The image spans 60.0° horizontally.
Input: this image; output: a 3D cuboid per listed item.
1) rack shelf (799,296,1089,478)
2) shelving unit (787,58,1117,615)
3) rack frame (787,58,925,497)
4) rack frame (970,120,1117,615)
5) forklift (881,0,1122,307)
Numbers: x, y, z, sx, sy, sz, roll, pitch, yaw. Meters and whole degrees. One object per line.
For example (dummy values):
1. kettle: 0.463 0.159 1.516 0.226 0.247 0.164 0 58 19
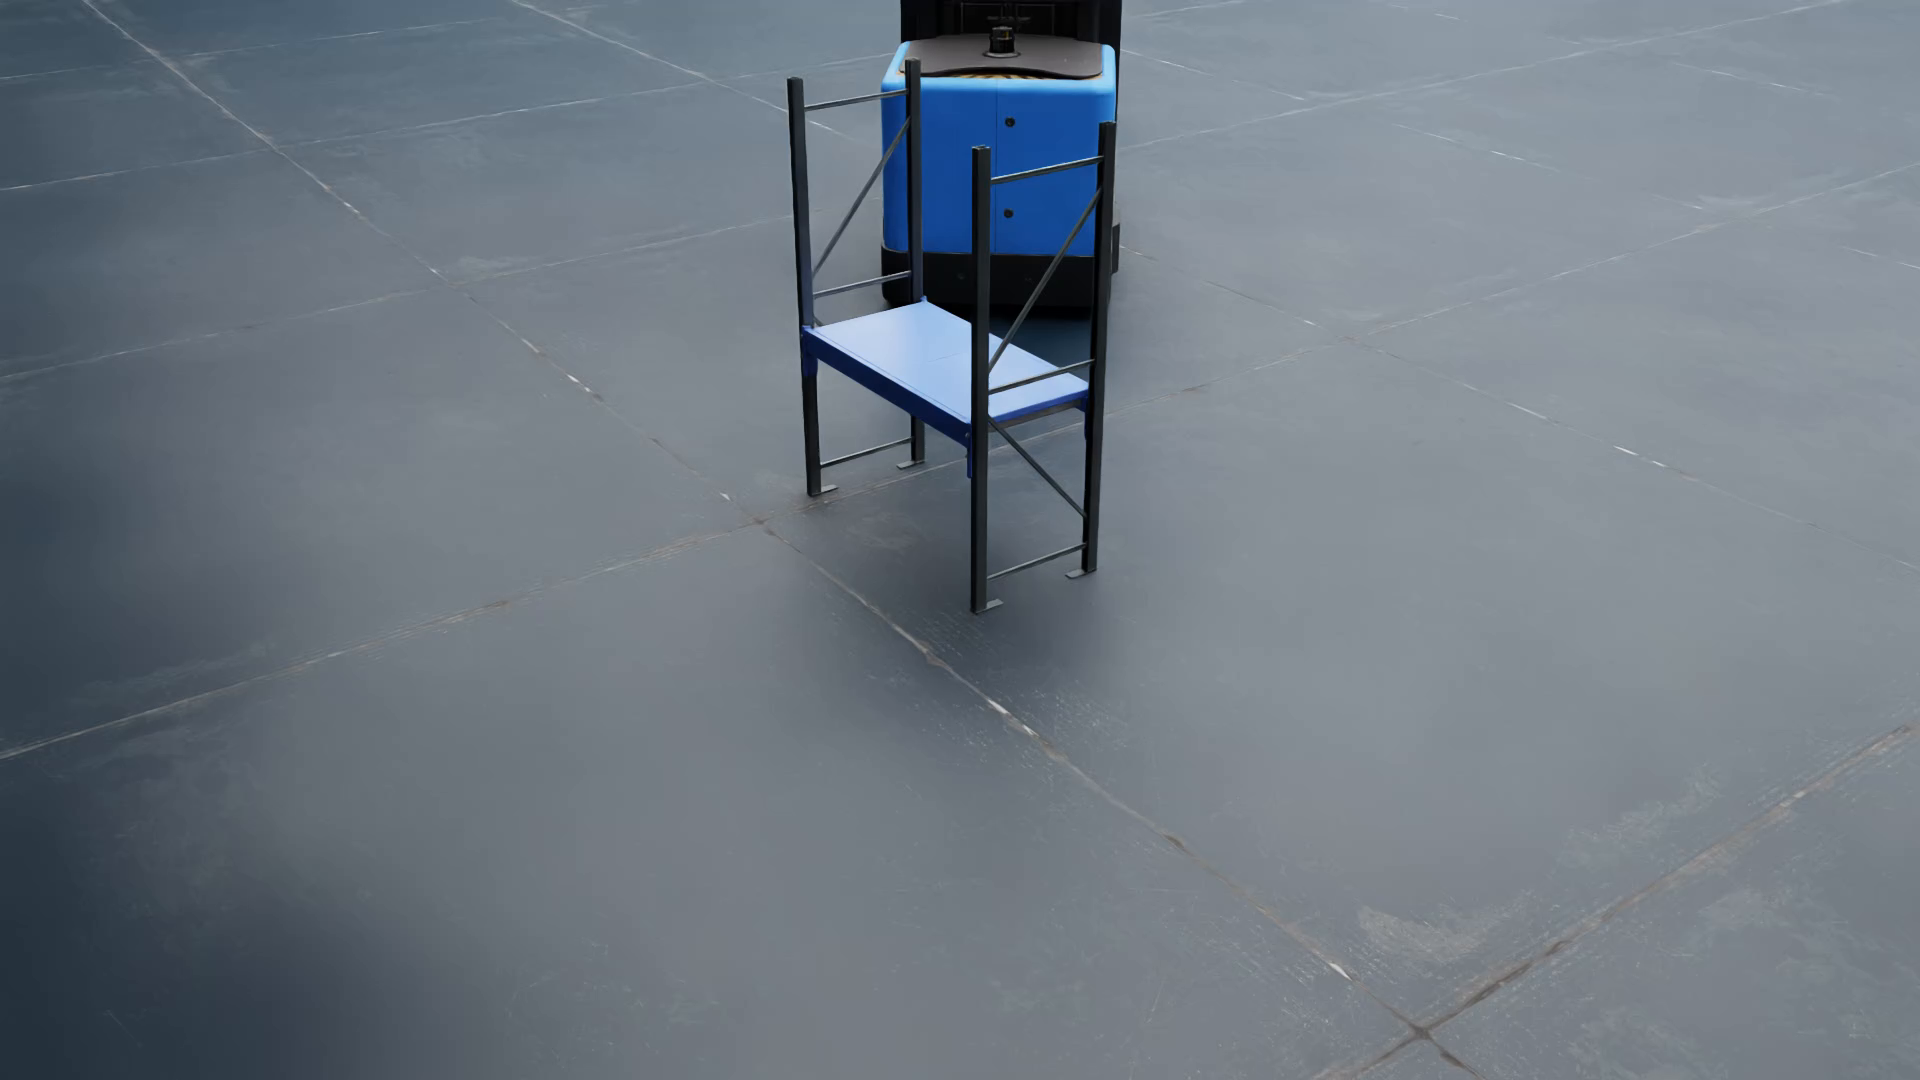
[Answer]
1. rack shelf: -0.049 -0.534 5.539 0.538 0.185 1.000 -19 34 -31
2. shelving unit: -0.049 -0.692 5.453 0.538 1.500 1.048 -19 34 -31
3. rack frame: -0.344 -0.890 5.817 0.500 1.500 0.032 -19 34 -31
4. rack frame: 0.245 -0.495 5.089 0.500 1.500 0.032 -19 34 -31
5. forklift: 0.270 -3.016 8.232 1.130 2.935 3.031 2 29 4
